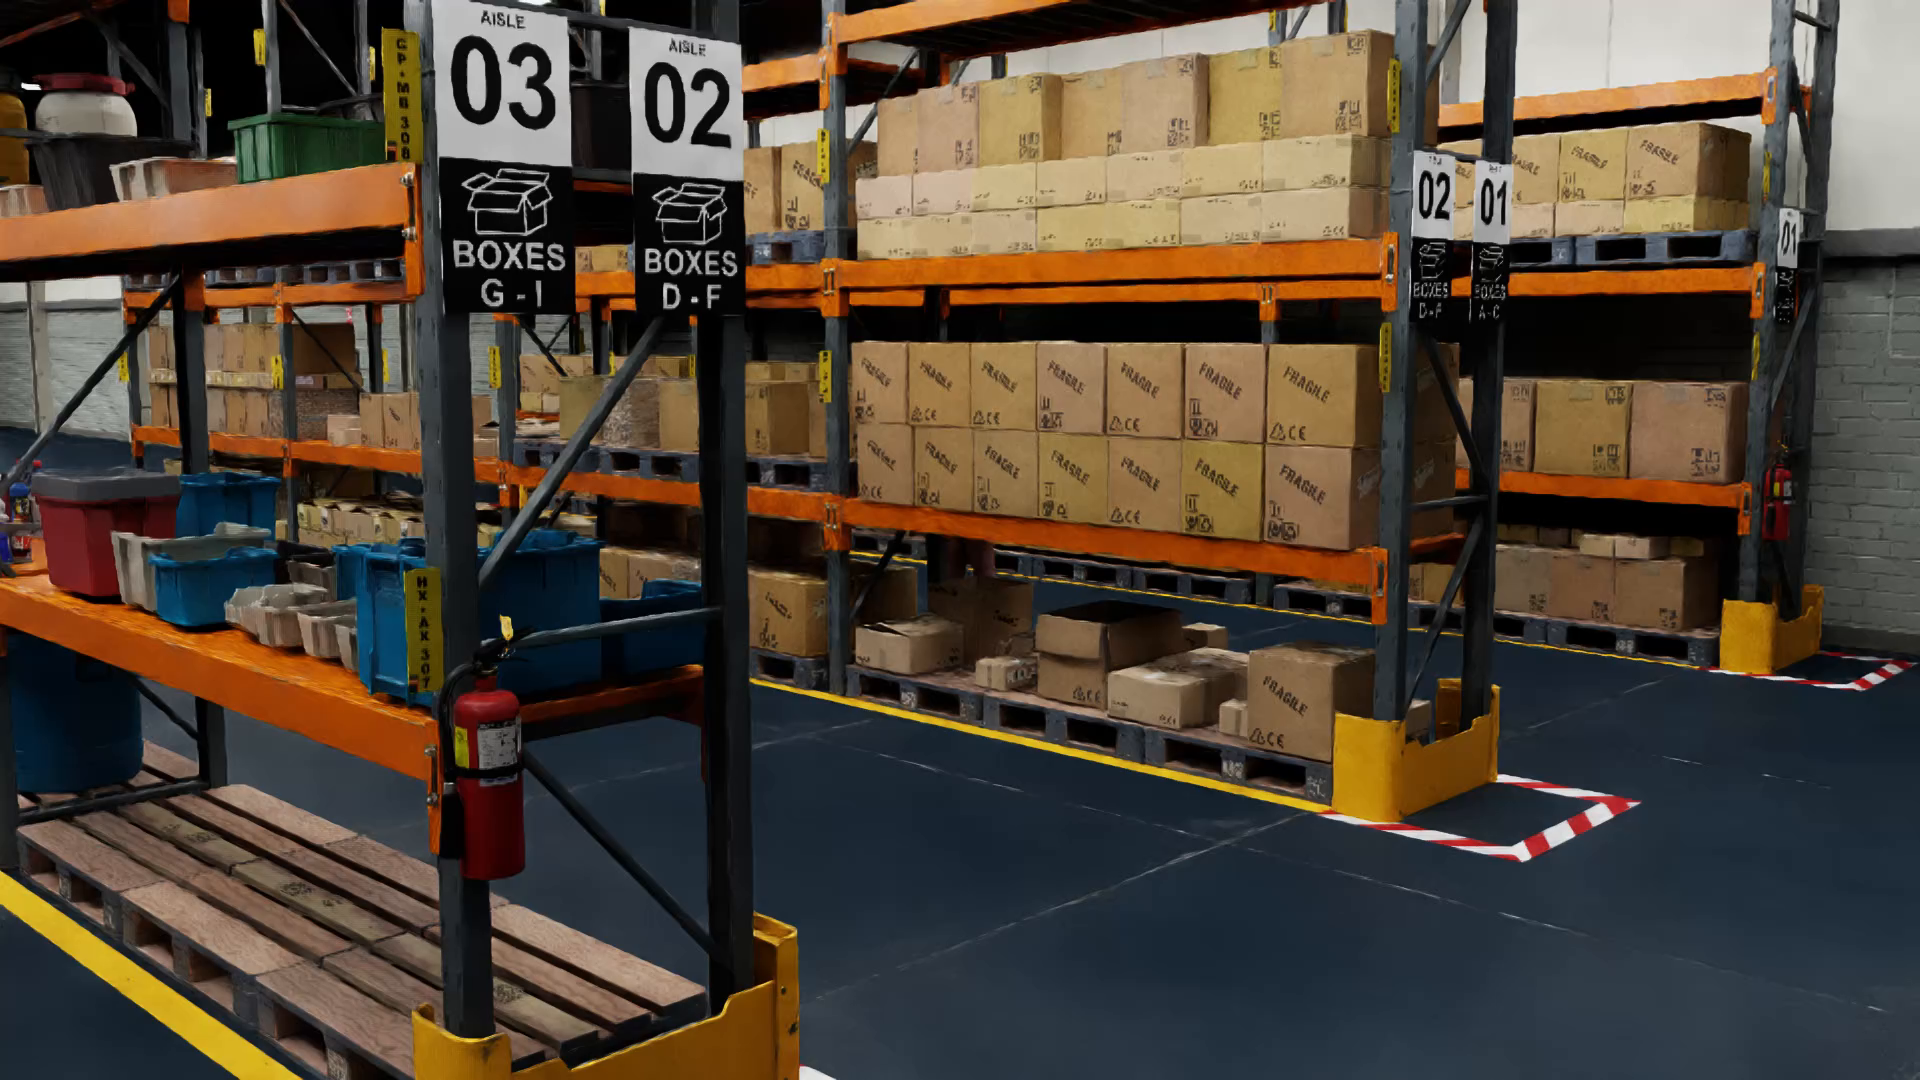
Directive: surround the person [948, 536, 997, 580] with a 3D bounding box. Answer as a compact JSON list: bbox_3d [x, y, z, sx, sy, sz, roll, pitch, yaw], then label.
[{"bbox_3d":[0.127,-0.085,12.761,0.578,1.667,0.562,-5,9,-34],"label":"person"}]
